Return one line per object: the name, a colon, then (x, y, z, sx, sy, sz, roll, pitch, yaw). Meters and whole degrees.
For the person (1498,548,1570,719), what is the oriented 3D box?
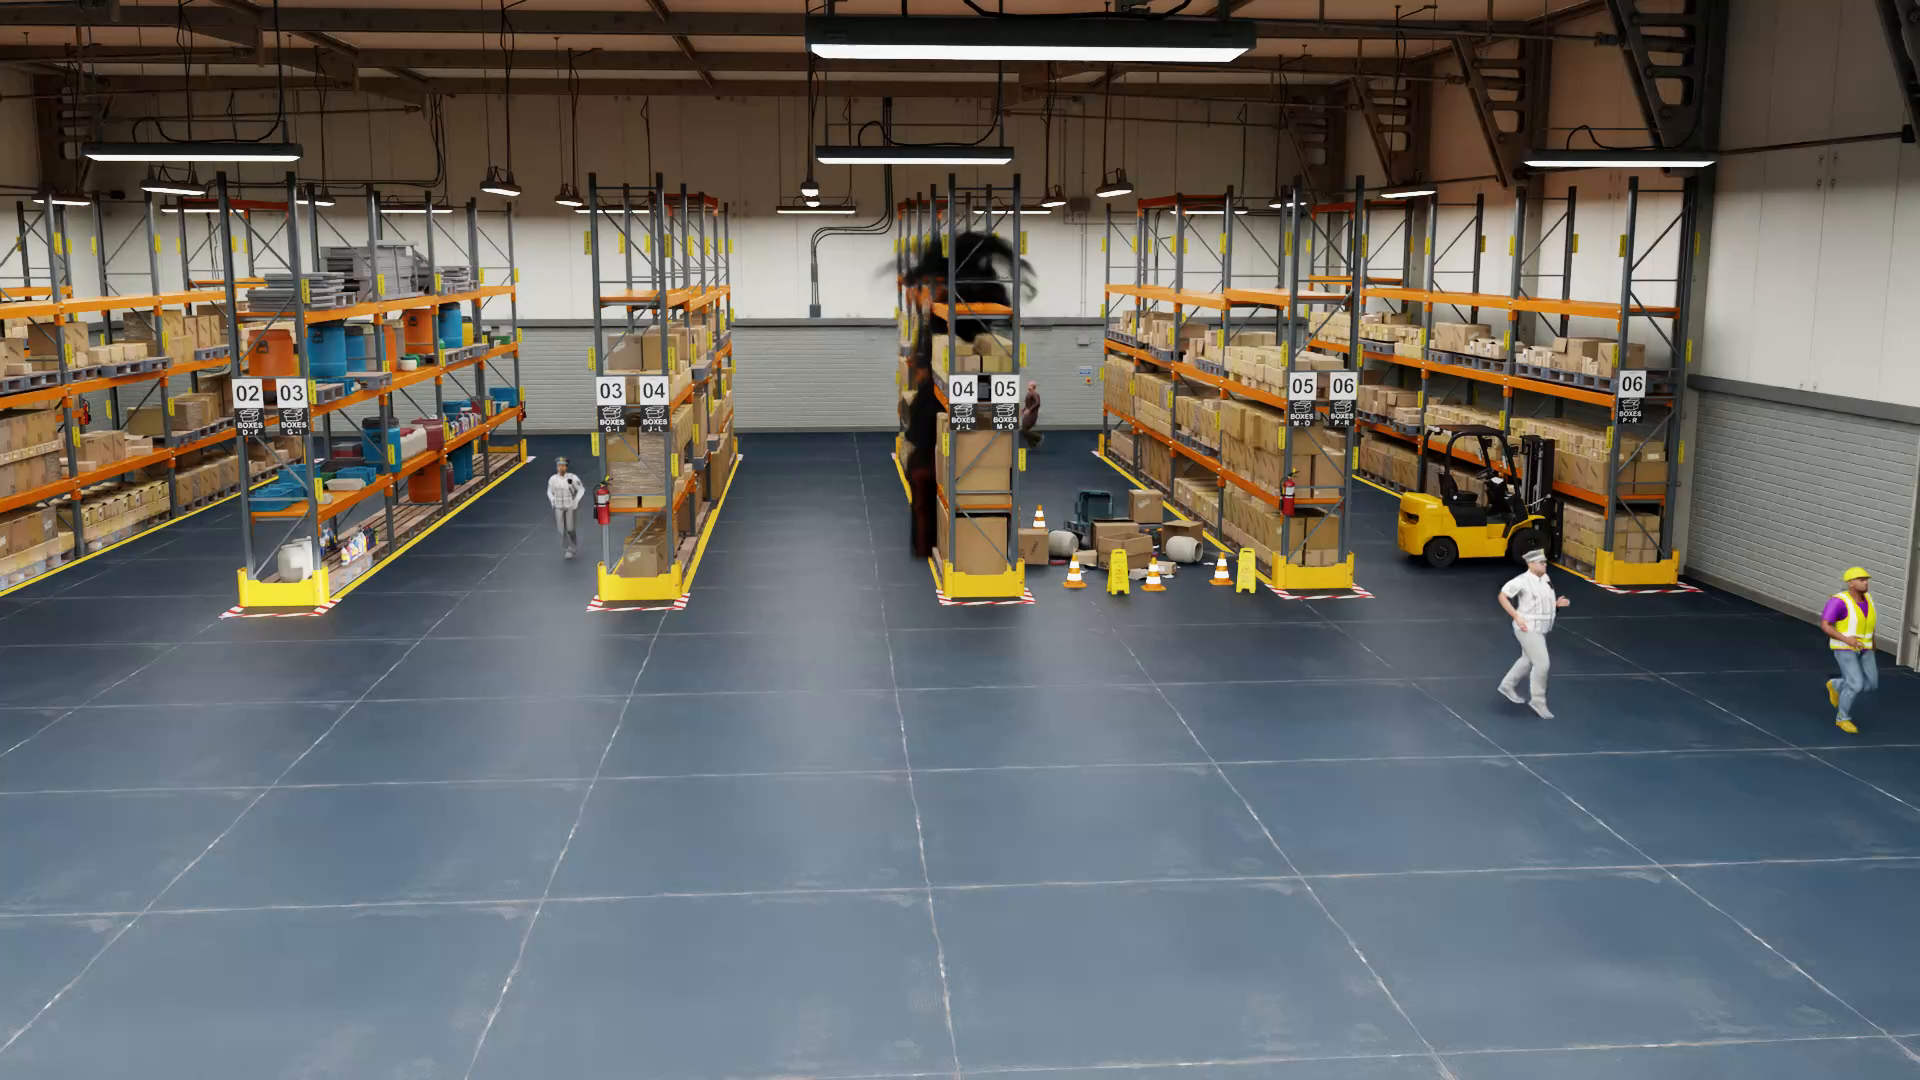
person: (6.195, 0.991, 18.023, 0.760, 1.848, 0.643, 10, 14, 43)

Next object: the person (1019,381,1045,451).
person: (1.760, -3.054, 40.983, 0.632, 1.730, 0.689, -1, 10, -5)

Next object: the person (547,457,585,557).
person: (-6.376, -0.519, 26.837, 0.589, 1.653, 0.528, 0, 10, -2)

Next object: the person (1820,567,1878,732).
person: (9.317, 1.126, 17.417, 0.736, 1.726, 0.612, -4, 11, -20)
